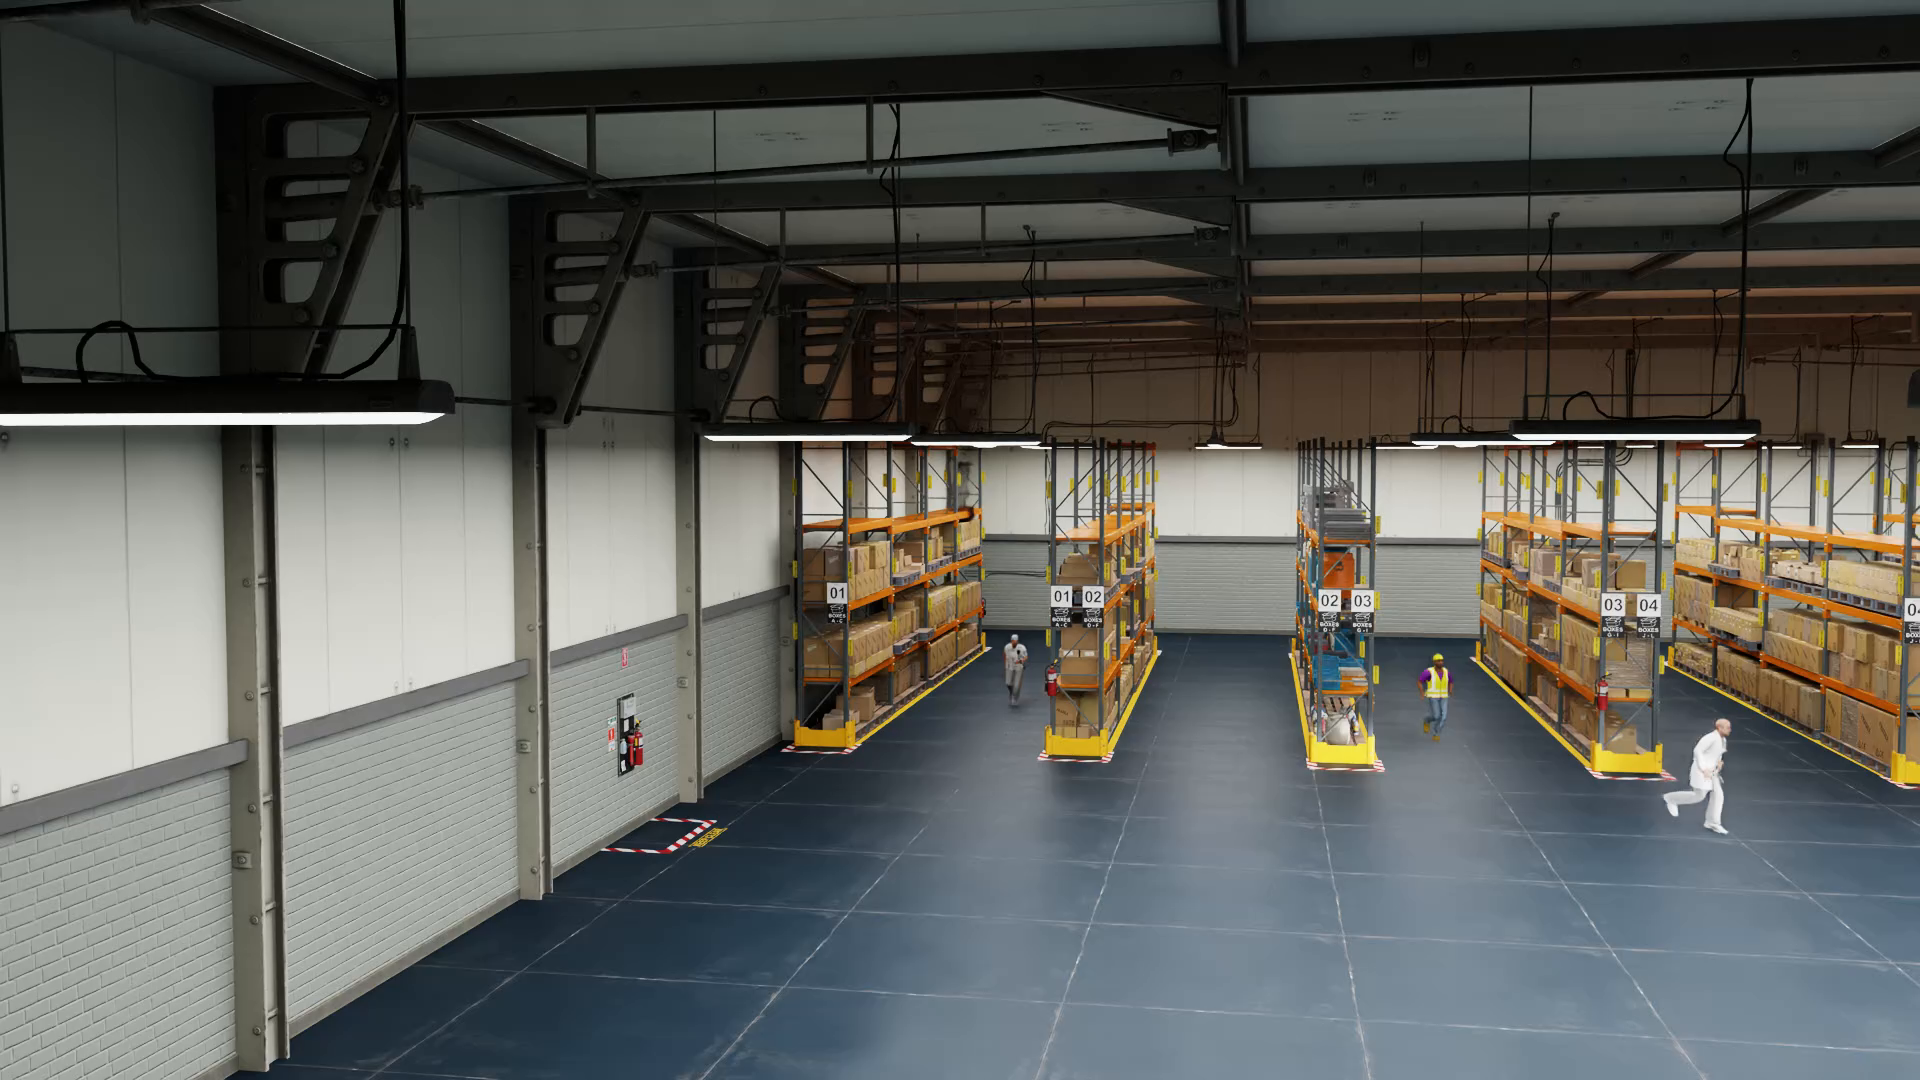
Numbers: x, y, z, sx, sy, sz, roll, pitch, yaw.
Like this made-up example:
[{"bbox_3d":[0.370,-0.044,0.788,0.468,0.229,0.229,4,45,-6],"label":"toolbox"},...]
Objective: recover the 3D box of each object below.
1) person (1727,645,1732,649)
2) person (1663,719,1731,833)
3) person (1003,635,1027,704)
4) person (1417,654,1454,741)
[{"bbox_3d":[20.910,2.590,44.768,0.649,1.657,0.693,-1,3,-19],"label":"person"},{"bbox_3d":[11.241,3.600,25.337,0.977,1.634,0.722,3,4,40],"label":"person"},{"bbox_3d":[1.237,2.926,37.520,0.571,1.604,0.657,0,3,8],"label":"person"},{"bbox_3d":[9.481,3.122,33.020,0.717,1.717,0.591,0,3,-8],"label":"person"}]
